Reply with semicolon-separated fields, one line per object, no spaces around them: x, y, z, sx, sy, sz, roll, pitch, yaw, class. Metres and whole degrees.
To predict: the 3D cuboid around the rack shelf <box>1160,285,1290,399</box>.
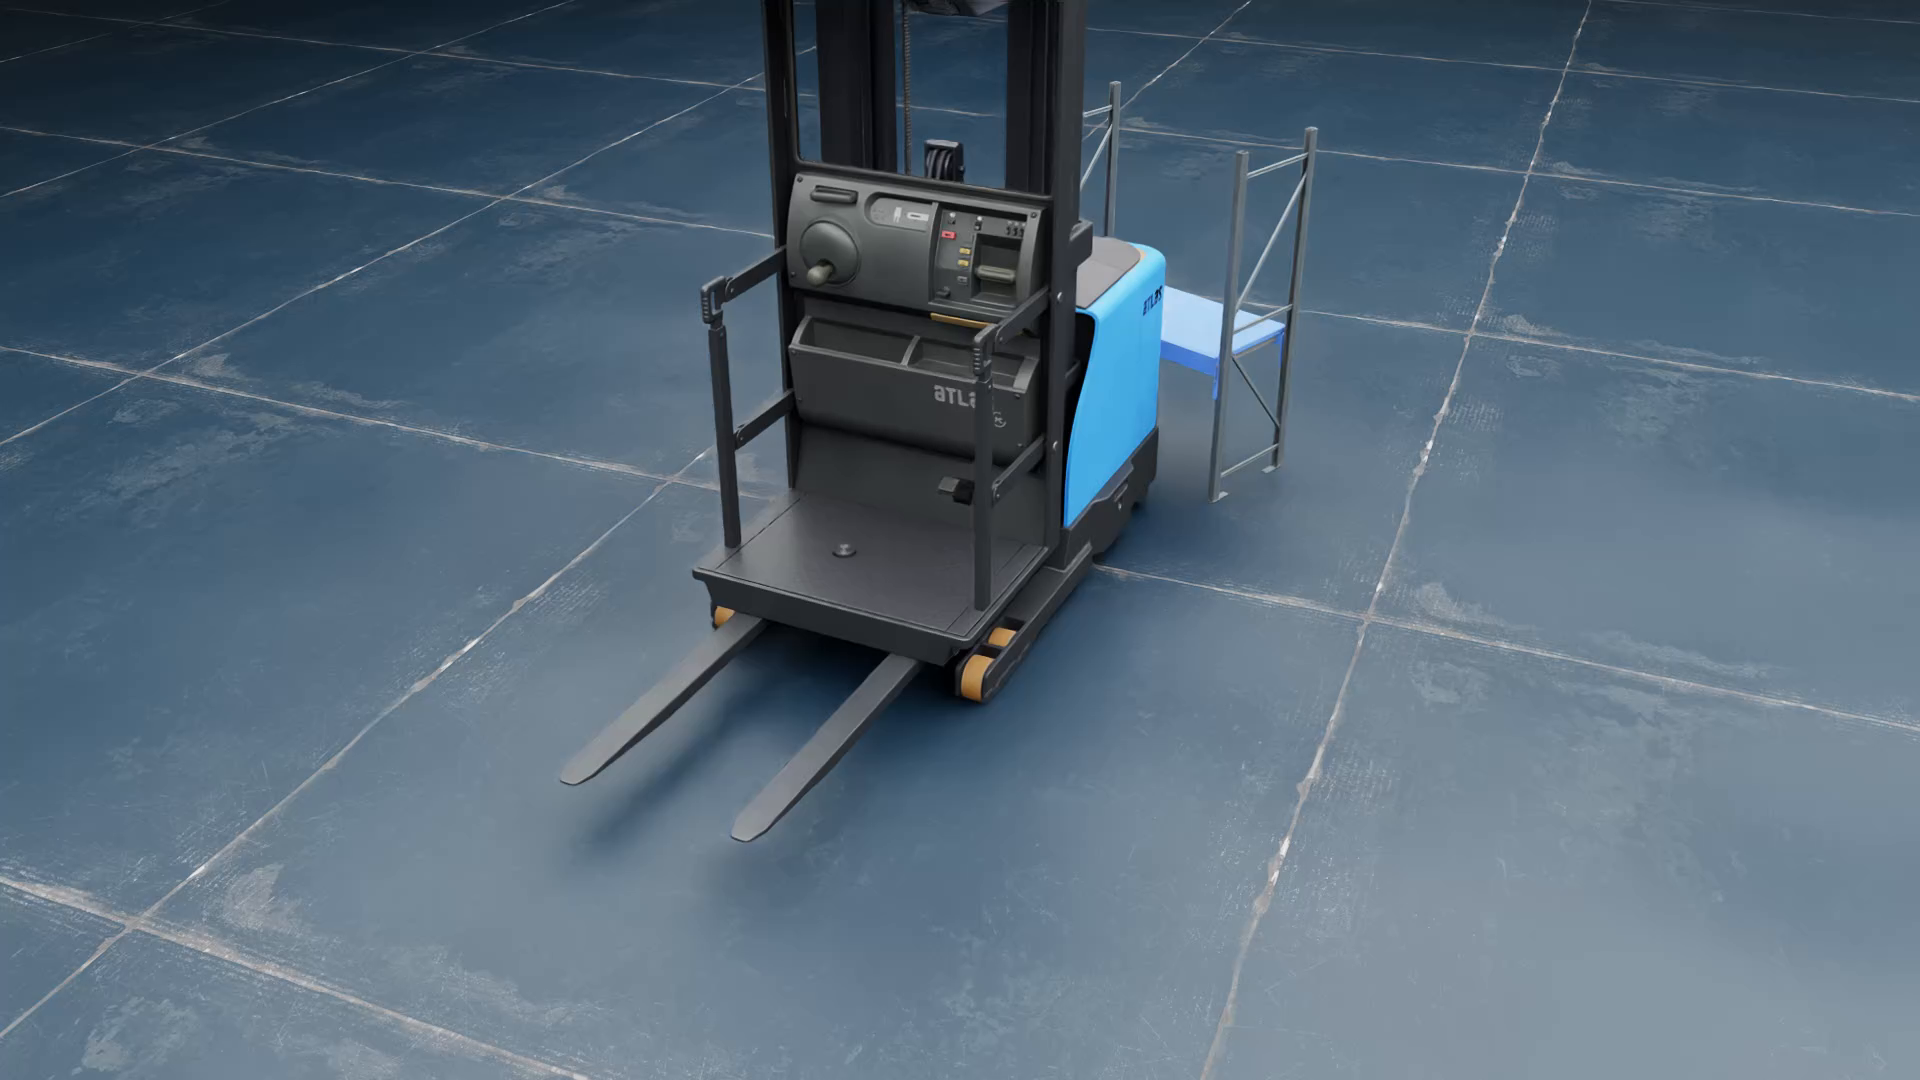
0.873;-0.918;7.216;1.000;0.185;0.538;26;39;38;rack shelf

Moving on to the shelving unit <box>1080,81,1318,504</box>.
0.873;-1.075;7.127;1.048;1.500;0.538;26;39;38;shelving unit

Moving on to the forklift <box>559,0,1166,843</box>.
-0.257;-0.959;5.468;1.130;2.935;3.031;13;32;22;forklift

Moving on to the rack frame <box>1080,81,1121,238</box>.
0.513;-1.251;7.439;0.032;1.500;0.500;26;39;38;rack frame

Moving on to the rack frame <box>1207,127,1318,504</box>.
1.233;-0.898;6.815;0.032;1.500;0.500;26;39;38;rack frame
